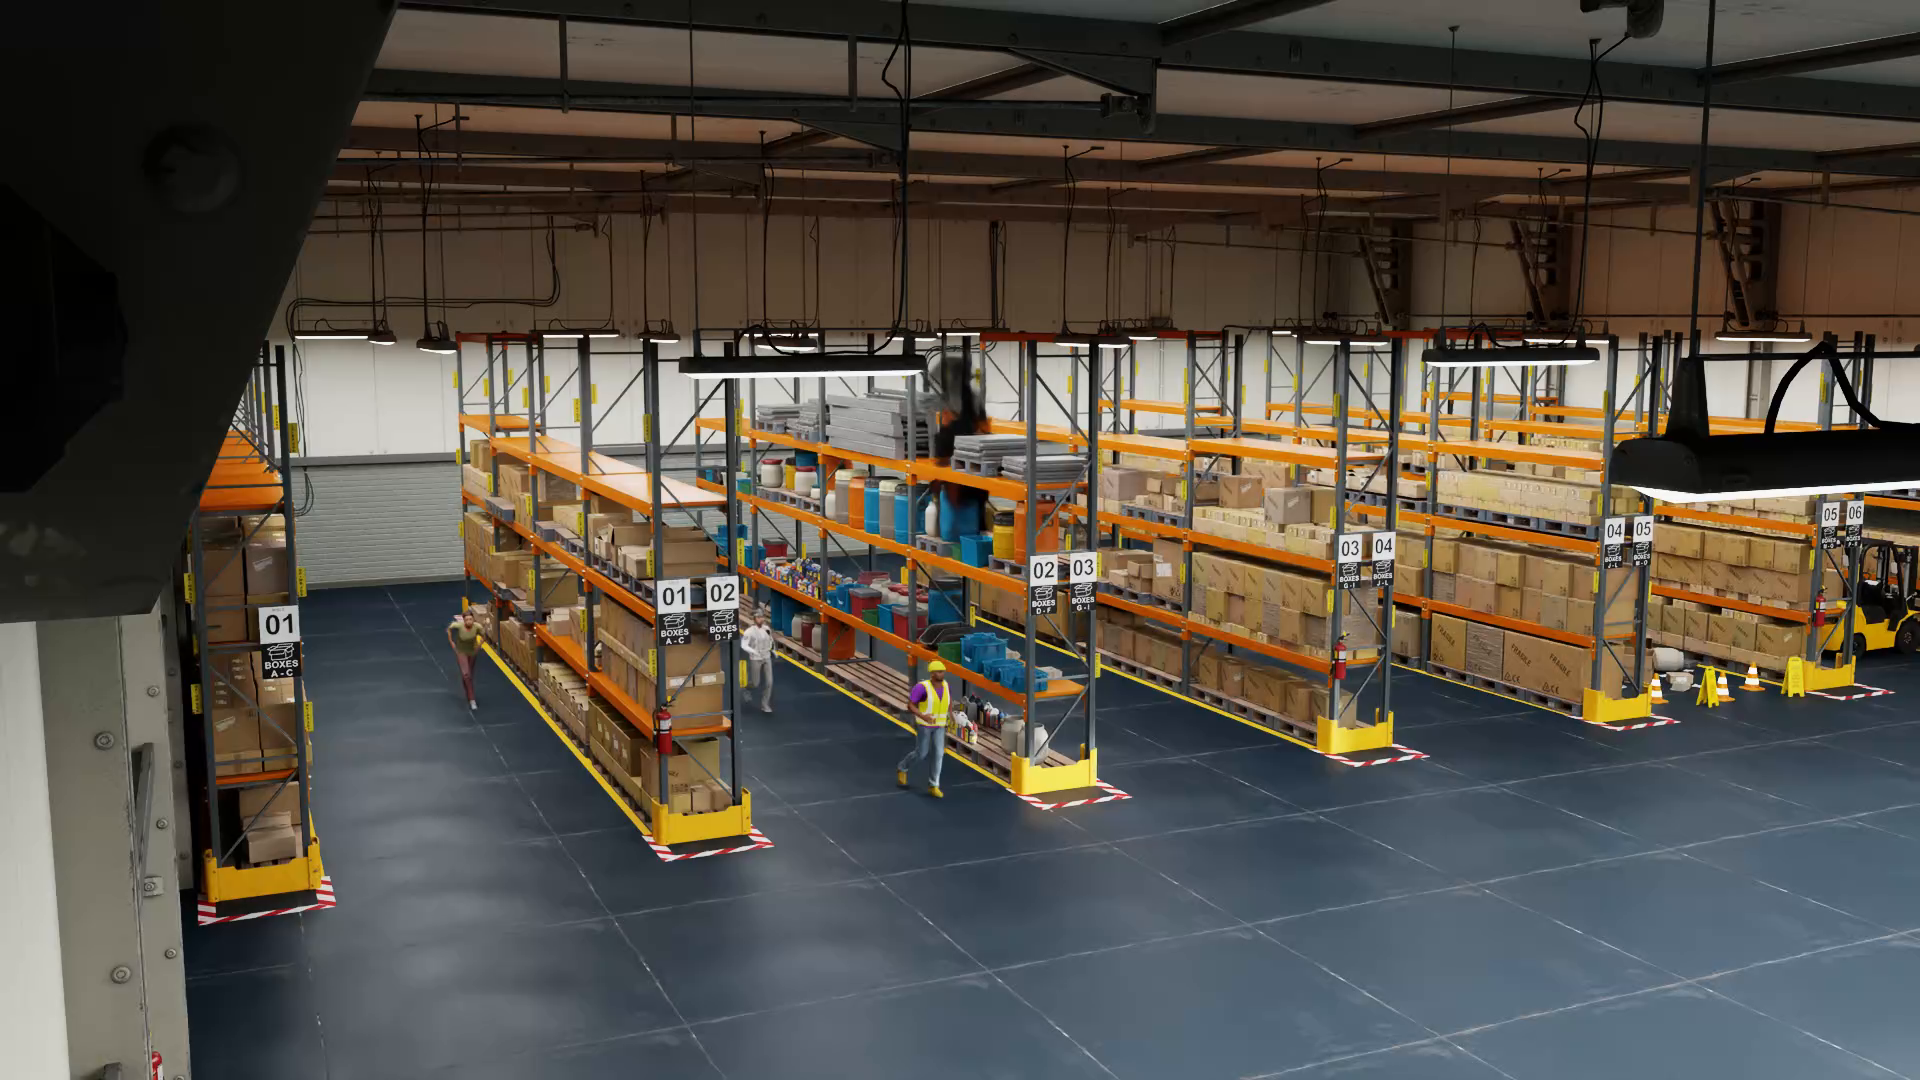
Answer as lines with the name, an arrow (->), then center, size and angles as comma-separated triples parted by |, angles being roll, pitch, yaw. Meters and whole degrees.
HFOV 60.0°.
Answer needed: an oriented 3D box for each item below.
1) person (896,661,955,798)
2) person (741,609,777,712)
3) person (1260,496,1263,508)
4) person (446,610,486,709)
person -> -0.367, 2.477, 22.246 | 0.765, 1.755, 0.870 | -5, 9, -35
person -> -3.223, 1.913, 26.755 | 0.625, 1.649, 0.724 | -5, 9, -32
person -> 7.847, -0.400, 43.788 | 0.724, 1.738, 0.577 | -5, 9, -31
person -> -8.071, 1.903, 27.214 | 0.615, 1.625, 0.964 | -3, 8, -21
